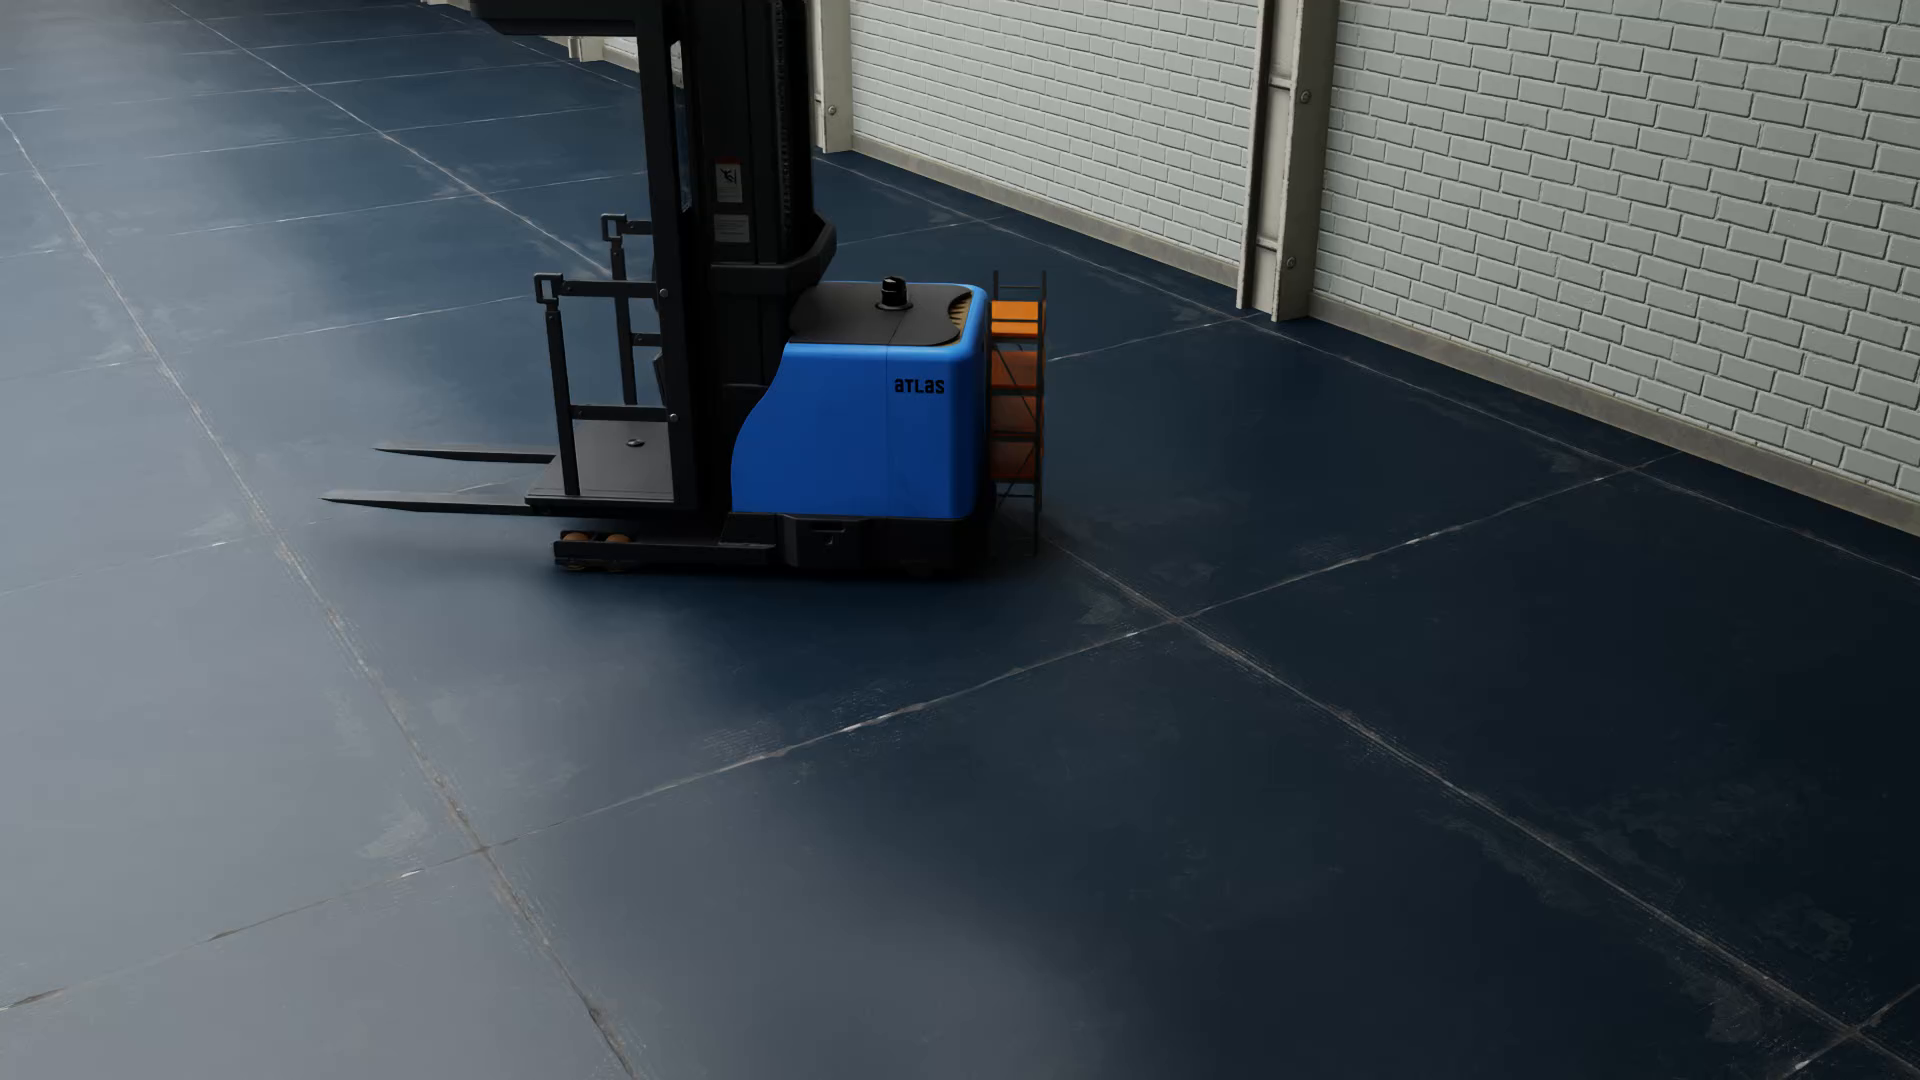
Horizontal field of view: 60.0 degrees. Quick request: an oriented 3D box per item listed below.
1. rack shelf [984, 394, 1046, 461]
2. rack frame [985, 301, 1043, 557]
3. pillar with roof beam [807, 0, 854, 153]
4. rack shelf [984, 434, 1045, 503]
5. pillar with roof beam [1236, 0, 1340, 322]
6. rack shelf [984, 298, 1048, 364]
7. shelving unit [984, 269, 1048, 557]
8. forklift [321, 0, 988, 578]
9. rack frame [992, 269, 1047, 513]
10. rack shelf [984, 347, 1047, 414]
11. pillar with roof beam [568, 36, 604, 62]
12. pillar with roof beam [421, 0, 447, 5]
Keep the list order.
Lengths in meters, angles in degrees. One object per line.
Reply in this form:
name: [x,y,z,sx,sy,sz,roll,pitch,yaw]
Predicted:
rack shelf: [0.253,-0.516,7.594,0.258,0.148,0.480,2,25,4]
rack frame: [0.234,-0.473,7.346,0.240,1.200,0.015,2,25,4]
pillar with roof beam: [-4.820,-6.724,11.452,9.100,9.000,0.400,-16,29,-30]
rack shelf: [0.253,-0.336,7.679,0.258,0.148,0.480,2,25,4]
pillar with roof beam: [-1.545,-4.578,6.906,9.100,9.000,0.400,-16,29,-30]
rack shelf: [0.253,-0.932,7.398,0.258,0.148,0.480,2,25,4]
shelving unit: [0.253,-0.577,7.566,0.258,1.200,0.503,2,25,4]
forklift: [-1.403,-1.403,7.288,3.031,2.935,1.130,2,25,4]
rack frame: [0.272,-0.680,7.786,0.240,1.200,0.015,2,25,4]
rack shelf: [0.253,-0.718,7.499,0.258,0.148,0.480,2,25,4]
pillar with roof beam: [-8.095,-8.870,15.998,9.100,9.000,0.400,-16,29,-30]
pillar with roof beam: [-11.371,-11.016,20.544,9.100,9.000,0.400,-16,29,-30]
